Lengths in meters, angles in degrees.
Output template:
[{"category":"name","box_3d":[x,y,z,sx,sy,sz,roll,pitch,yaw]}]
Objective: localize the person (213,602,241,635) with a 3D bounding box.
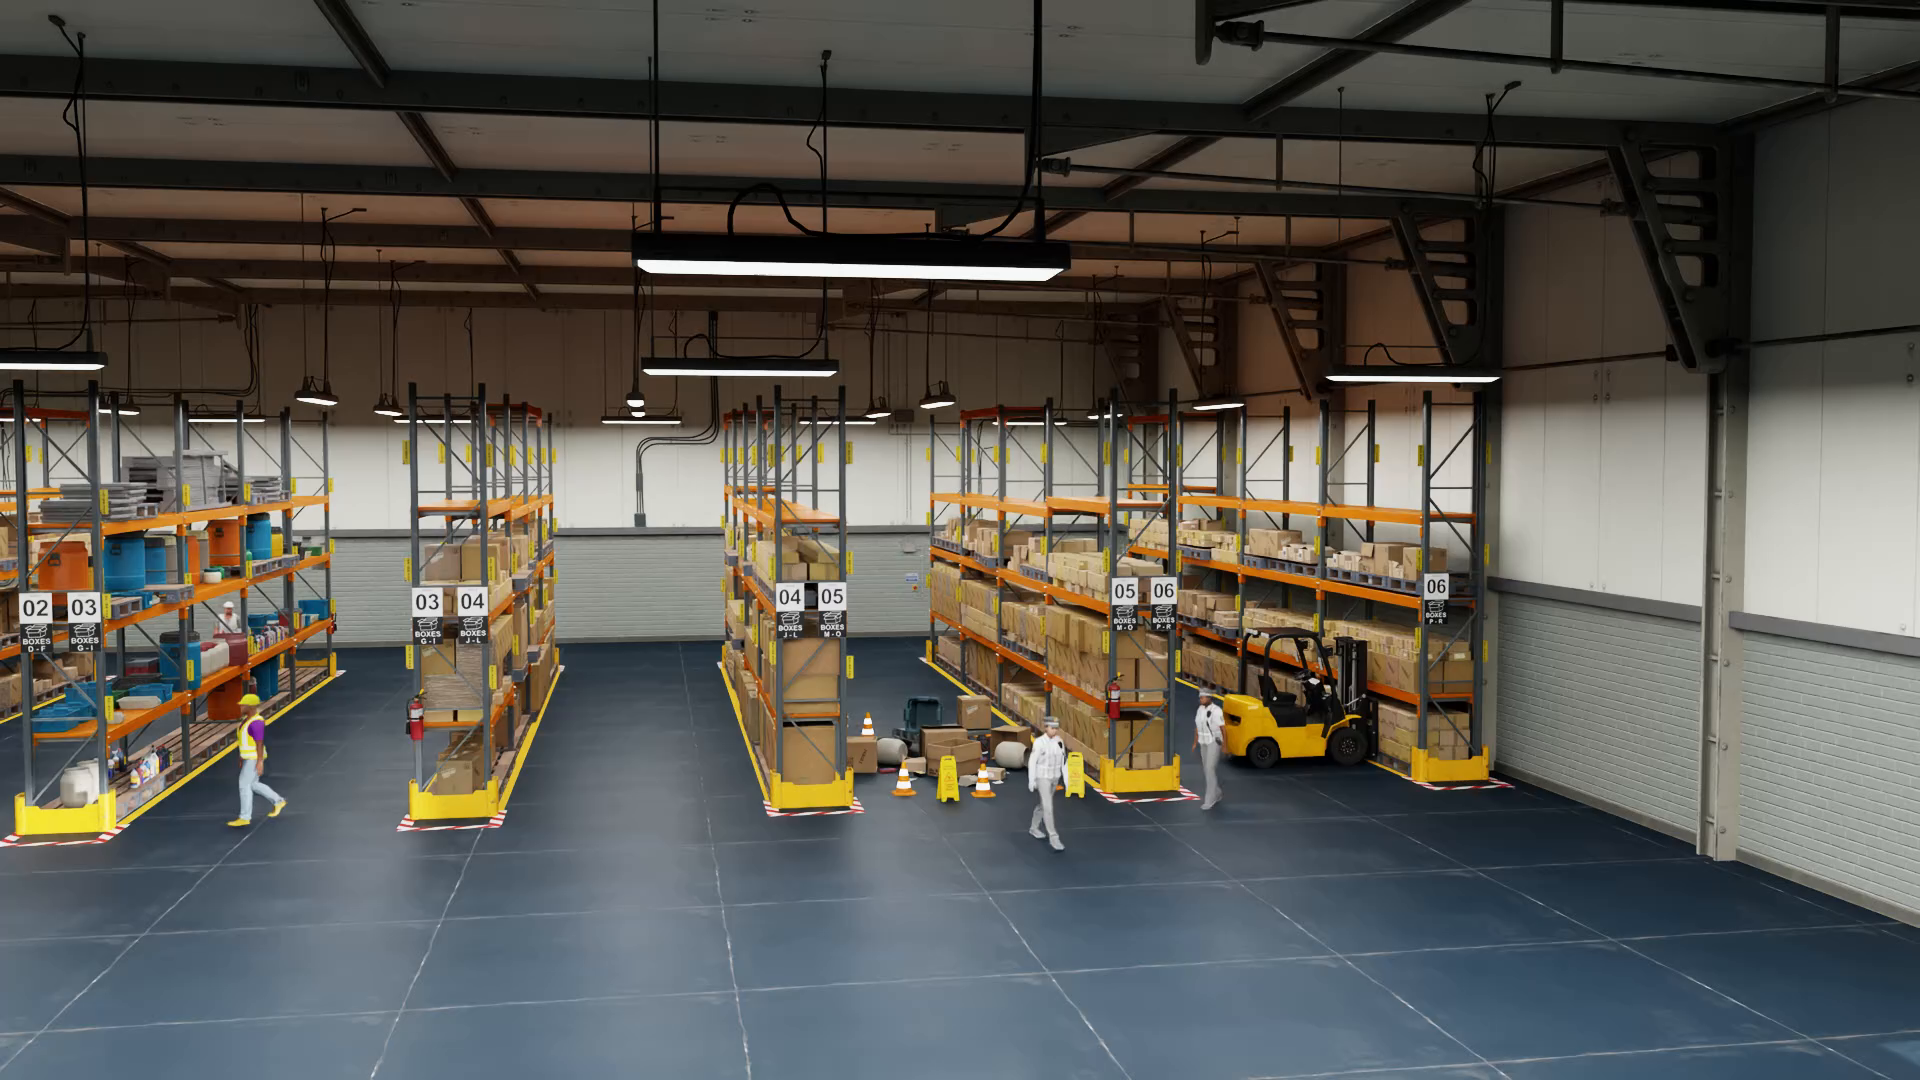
[{"category":"person","box_3d":[-16.136,2.262,36.621,0.565,1.808,0.676,-1,3,-21]}]

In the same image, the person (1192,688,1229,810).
[{"category":"person","box_3d":[3.556,2.967,23.867,0.617,1.681,0.555,-2,3,-33]}]

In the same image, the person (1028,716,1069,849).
[{"category":"person","box_3d":[1.164,3.078,21.412,0.503,1.628,0.904,-2,4,-40]}]

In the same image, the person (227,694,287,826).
[{"category":"person","box_3d":[-9.604,2.970,22.673,0.809,1.754,0.574,-2,3,-33]}]
